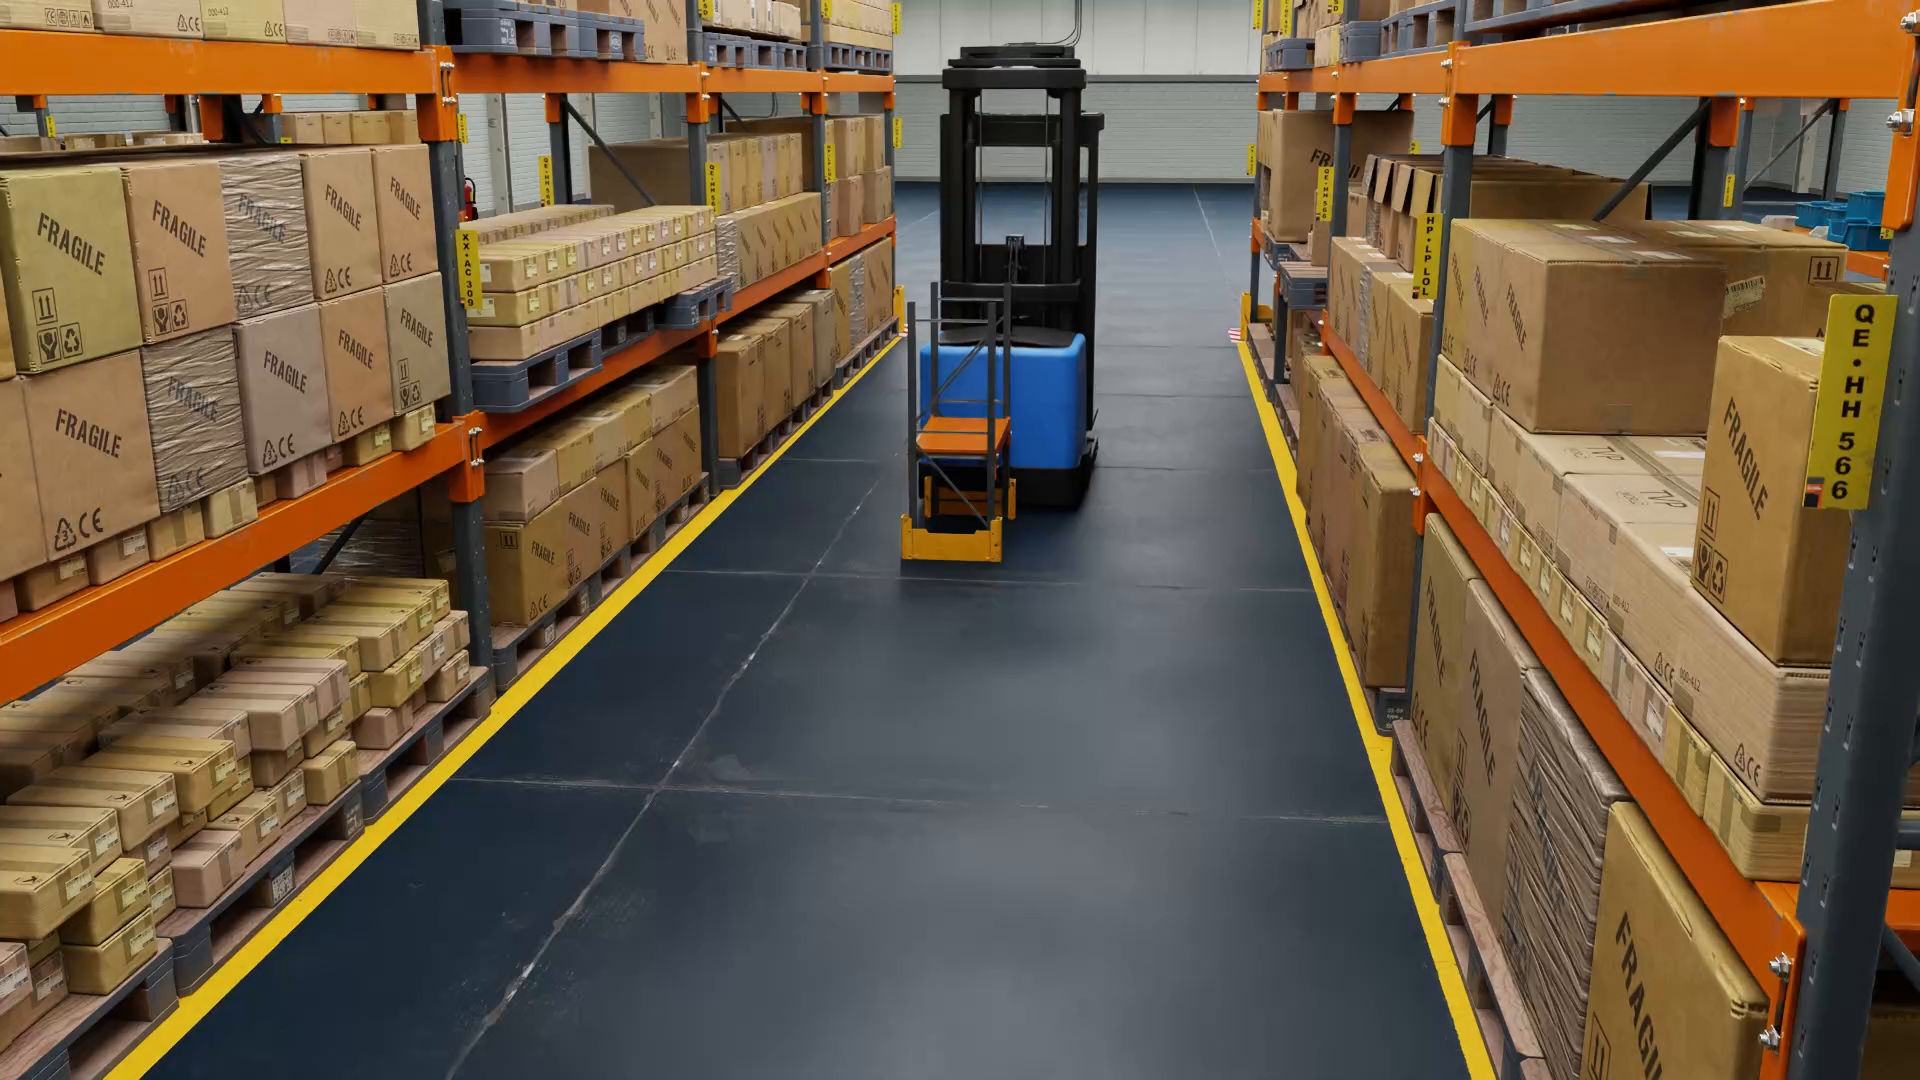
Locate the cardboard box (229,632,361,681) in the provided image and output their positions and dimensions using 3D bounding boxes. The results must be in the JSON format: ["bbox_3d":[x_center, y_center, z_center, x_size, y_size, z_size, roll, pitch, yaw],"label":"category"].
[{"bbox_3d":[-2.485,0.462,6.226,0.380,0.149,0.250,2,15,8],"label":"cardboard box"}]

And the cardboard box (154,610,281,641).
[{"bbox_3d":[-2.901,0.384,6.511,0.380,0.149,0.250,1,15,5],"label":"cardboard box"}]

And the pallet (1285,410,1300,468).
[{"bbox_3d":[3.012,-0.759,12.565,1.003,0.211,1.213,2,15,6],"label":"pallet"}]

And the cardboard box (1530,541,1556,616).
[{"bbox_3d":[1.765,0.111,4.488,0.380,0.149,0.250,2,15,7],"label":"cardboard box"}]

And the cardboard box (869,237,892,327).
[{"bbox_3d":[-1.243,-2.833,18.160,0.875,0.875,0.875,2,15,7],"label":"cardboard box"}]

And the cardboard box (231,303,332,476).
[{"bbox_3d":[-2.477,-0.516,5.564,0.500,0.500,0.500,2,15,6],"label":"cardboard box"}]

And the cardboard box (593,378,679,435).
[{"bbox_3d":[-1.998,-0.801,9.925,0.500,0.250,0.500,2,15,7],"label":"cardboard box"}]

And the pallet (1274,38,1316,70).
[{"bbox_3d":[2.944,-3.556,12.179,1.213,0.211,1.003,2,15,6],"label":"pallet"}]

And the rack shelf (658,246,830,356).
[{"bbox_3d":[-1.909,-1.931,12.934,1.077,0.370,4.000,2,15,6],"label":"rack shelf"}]

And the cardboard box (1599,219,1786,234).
[{"bbox_3d":[2.544,-0.856,5.861,0.500,0.500,0.500,2,15,8],"label":"cardboard box"}]

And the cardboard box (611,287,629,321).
[{"bbox_3d":[-1.943,-1.231,8.644,0.380,0.149,0.250,1,15,5],"label":"cardboard box"}]

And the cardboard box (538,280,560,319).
[{"bbox_3d":[-2.058,-1.103,7.601,0.380,0.149,0.250,1,15,5],"label":"cardboard box"}]

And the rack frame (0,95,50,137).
[{"bbox_3d":[-11.095,-4.099,19.575,1.000,3.000,0.127,2,15,6],"label":"rack frame"}]

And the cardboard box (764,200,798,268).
[{"bbox_3d":[-1.591,-2.440,13.246,0.500,0.500,0.500,2,15,7],"label":"cardboard box"}]

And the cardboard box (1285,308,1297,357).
[{"bbox_3d":[3.367,-2.035,15.926,0.500,0.500,0.500,0,15,1],"label":"cardboard box"}]

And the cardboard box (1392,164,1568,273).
[{"bbox_3d":[2.538,-1.587,8.172,0.797,0.503,0.637,2,15,8],"label":"cardboard box"}]

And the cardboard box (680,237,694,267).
[{"bbox_3d":[-1.794,-1.705,9.829,0.380,0.149,0.250,2,15,8],"label":"cardboard box"}]

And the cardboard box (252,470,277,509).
[{"bbox_3d":[-2.533,-0.180,5.563,0.380,0.149,0.250,1,15,5],"label":"cardboard box"}]

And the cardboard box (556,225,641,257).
[{"bbox_3d":[-1.913,-1.585,8.813,0.380,0.149,0.250,2,15,8],"label":"cardboard box"}]

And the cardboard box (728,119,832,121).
[{"bbox_3d":[-1.661,-3.631,15.488,0.875,0.550,0.550,2,15,6],"label":"cardboard box"}]

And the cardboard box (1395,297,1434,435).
[{"bbox_3d":[2.112,-0.727,6.913,0.500,0.500,0.500,2,15,6],"label":"cardboard box"}]

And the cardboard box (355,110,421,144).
[{"bbox_3d":[-6.023,-4.223,17.356,0.700,0.500,0.500,2,15,6],"label":"cardboard box"}]

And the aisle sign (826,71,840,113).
[{"bbox_3d":[-1.522,-5.116,18.357,0.394,0.787,0.004,2,15,6],"label":"aisle sign"}]

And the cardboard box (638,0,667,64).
[{"bbox_3d":[-1.990,-2.970,9.461,0.500,0.500,0.500,2,15,6],"label":"cardboard box"}]

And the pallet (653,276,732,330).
[{"bbox_3d":[-2.110,-1.479,10.252,1.213,0.211,1.003,2,15,6],"label":"pallet"}]

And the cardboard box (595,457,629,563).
[{"bbox_3d":[-2.136,-0.175,9.048,0.500,0.500,0.500,2,15,7],"label":"cardboard box"}]

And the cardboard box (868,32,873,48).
[{"bbox_3d":[-1.077,-4.986,16.594,0.380,0.149,0.250,2,15,7],"label":"cardboard box"}]

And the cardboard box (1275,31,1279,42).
[{"bbox_3d":[3.243,-4.829,16.051,0.380,0.149,0.250,1,15,4],"label":"cardboard box"}]

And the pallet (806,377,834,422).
[{"bbox_3d":[-1.696,-1.248,14.374,1.003,0.211,1.213,2,15,6],"label":"pallet"}]

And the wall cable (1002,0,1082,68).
[{"bbox_3d":[2.394,-16.705,48.185,2.305,6.003,0.169,2,15,6],"label":"wall cable"}]

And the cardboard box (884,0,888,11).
[{"bbox_3d":[-0.963,-5.635,17.465,0.380,0.149,0.250,2,15,7],"label":"cardboard box"}]

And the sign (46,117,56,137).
[{"bbox_3d":[-10.557,-4.753,19.320,0.100,0.325,0.005,2,15,6],"label":"sign"}]

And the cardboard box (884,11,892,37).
[{"bbox_3d":[-1.010,-5.469,17.617,0.500,0.250,0.500,2,15,7],"label":"cardboard box"}]

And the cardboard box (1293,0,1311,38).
[{"bbox_3d":[3.082,-4.206,13.221,0.797,0.503,0.637,1,15,3],"label":"cardboard box"}]

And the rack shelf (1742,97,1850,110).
[{"bbox_3d":[8.380,-4.098,15.203,1.077,0.370,4.000,2,15,6],"label":"rack shelf"}]

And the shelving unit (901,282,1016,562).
[{"bbox_3d":[0.009,-0.744,10.039,0.587,1.500,1.083,2,15,6],"label":"shelving unit"}]

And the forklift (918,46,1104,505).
[{"bbox_3d":[0.440,-1.977,11.860,1.130,2.935,3.031,2,15,8],"label":"forklift"}]

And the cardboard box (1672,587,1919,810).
[{"bbox_3d":[1.670,0.283,3.086,0.500,0.250,0.500,1,15,5],"label":"cardboard box"}]

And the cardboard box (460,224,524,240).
[{"bbox_3d":[-2.558,-1.608,8.900,0.380,0.149,0.250,1,15,5],"label":"cardboard box"}]

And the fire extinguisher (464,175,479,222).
[{"bbox_3d":[-5.691,-3.933,19.107,0.296,0.674,0.183,2,15,6],"label":"fire extinguisher"}]

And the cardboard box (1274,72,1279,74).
[{"bbox_3d":[3.147,-4.393,15.204,0.500,0.250,0.500,2,15,6],"label":"cardboard box"}]

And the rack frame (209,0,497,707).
[{"bbox_3d":[-2.586,-0.722,7.085,1.000,3.000,0.127,2,15,6],"label":"rack frame"}]

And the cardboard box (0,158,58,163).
[{"bbox_3d":[-3.070,-0.889,5.026,0.500,0.500,0.500,1,15,4],"label":"cardboard box"}]

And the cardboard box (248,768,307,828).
[{"bbox_3d":[-2.505,0.897,5.754,0.380,0.149,0.250,2,15,7],"label":"cardboard box"}]

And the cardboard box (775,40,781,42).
[{"bbox_3d":[-1.875,-4.677,15.451,0.380,0.149,0.250,2,15,6],"label":"cardboard box"}]

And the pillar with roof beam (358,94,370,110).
[{"bbox_3d":[-6.437,-9.827,29.263,9.100,9.000,0.400,2,15,6],"label":"pillar with roof beam"}]

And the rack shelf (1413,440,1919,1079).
[{"bbox_3d":[2.105,0.316,4.624,1.077,0.370,4.000,2,15,6],"label":"rack shelf"}]

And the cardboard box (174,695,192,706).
[{"bbox_3d":[-2.964,0.666,6.041,0.380,0.149,0.250,2,15,9],"label":"cardboard box"}]

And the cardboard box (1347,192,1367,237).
[{"bbox_3d":[2.803,-1.979,10.739,0.500,0.500,0.500,0,15,-1],"label":"cardboard box"}]

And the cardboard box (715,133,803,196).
[{"bbox_3d":[-1.734,-3.199,14.138,0.700,0.500,0.500,1,15,5],"label":"cardboard box"}]

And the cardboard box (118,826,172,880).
[{"bbox_3d":[-2.625,0.947,5.002,0.380,0.149,0.250,1,15,4],"label":"cardboard box"}]

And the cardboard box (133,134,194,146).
[{"bbox_3d":[-6.514,-3.247,13.614,0.380,0.149,0.250,1,15,4],"label":"cardboard box"}]

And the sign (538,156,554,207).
[{"bbox_3d":[-2.687,-2.334,10.828,0.100,0.325,0.005,2,15,6],"label":"sign"}]
